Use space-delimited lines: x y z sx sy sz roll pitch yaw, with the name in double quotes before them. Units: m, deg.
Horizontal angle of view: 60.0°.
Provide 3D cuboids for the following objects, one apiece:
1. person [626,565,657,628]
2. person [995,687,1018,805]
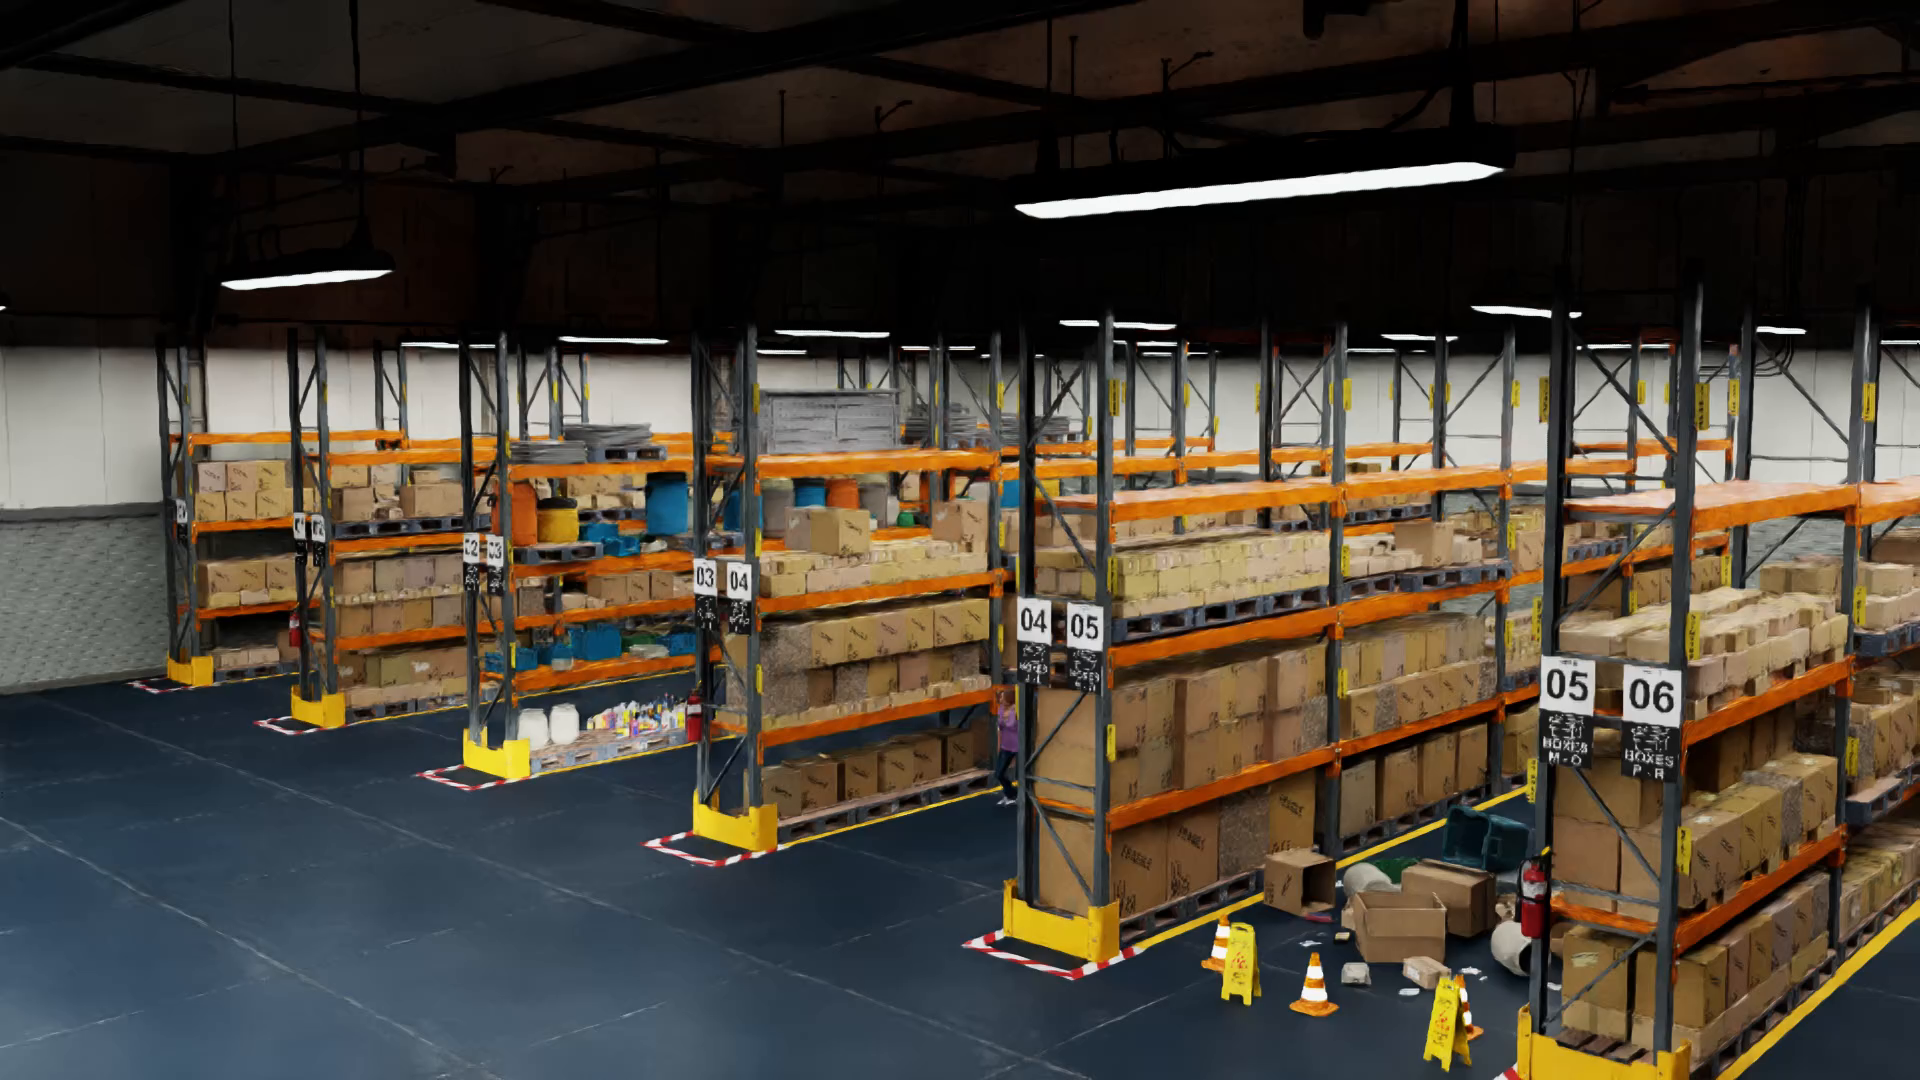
"person" -6.273 1.248 32.585 0.555 1.725 1.029 5 7 42
"person" 0.655 2.519 20.101 0.566 1.541 0.519 5 7 40
